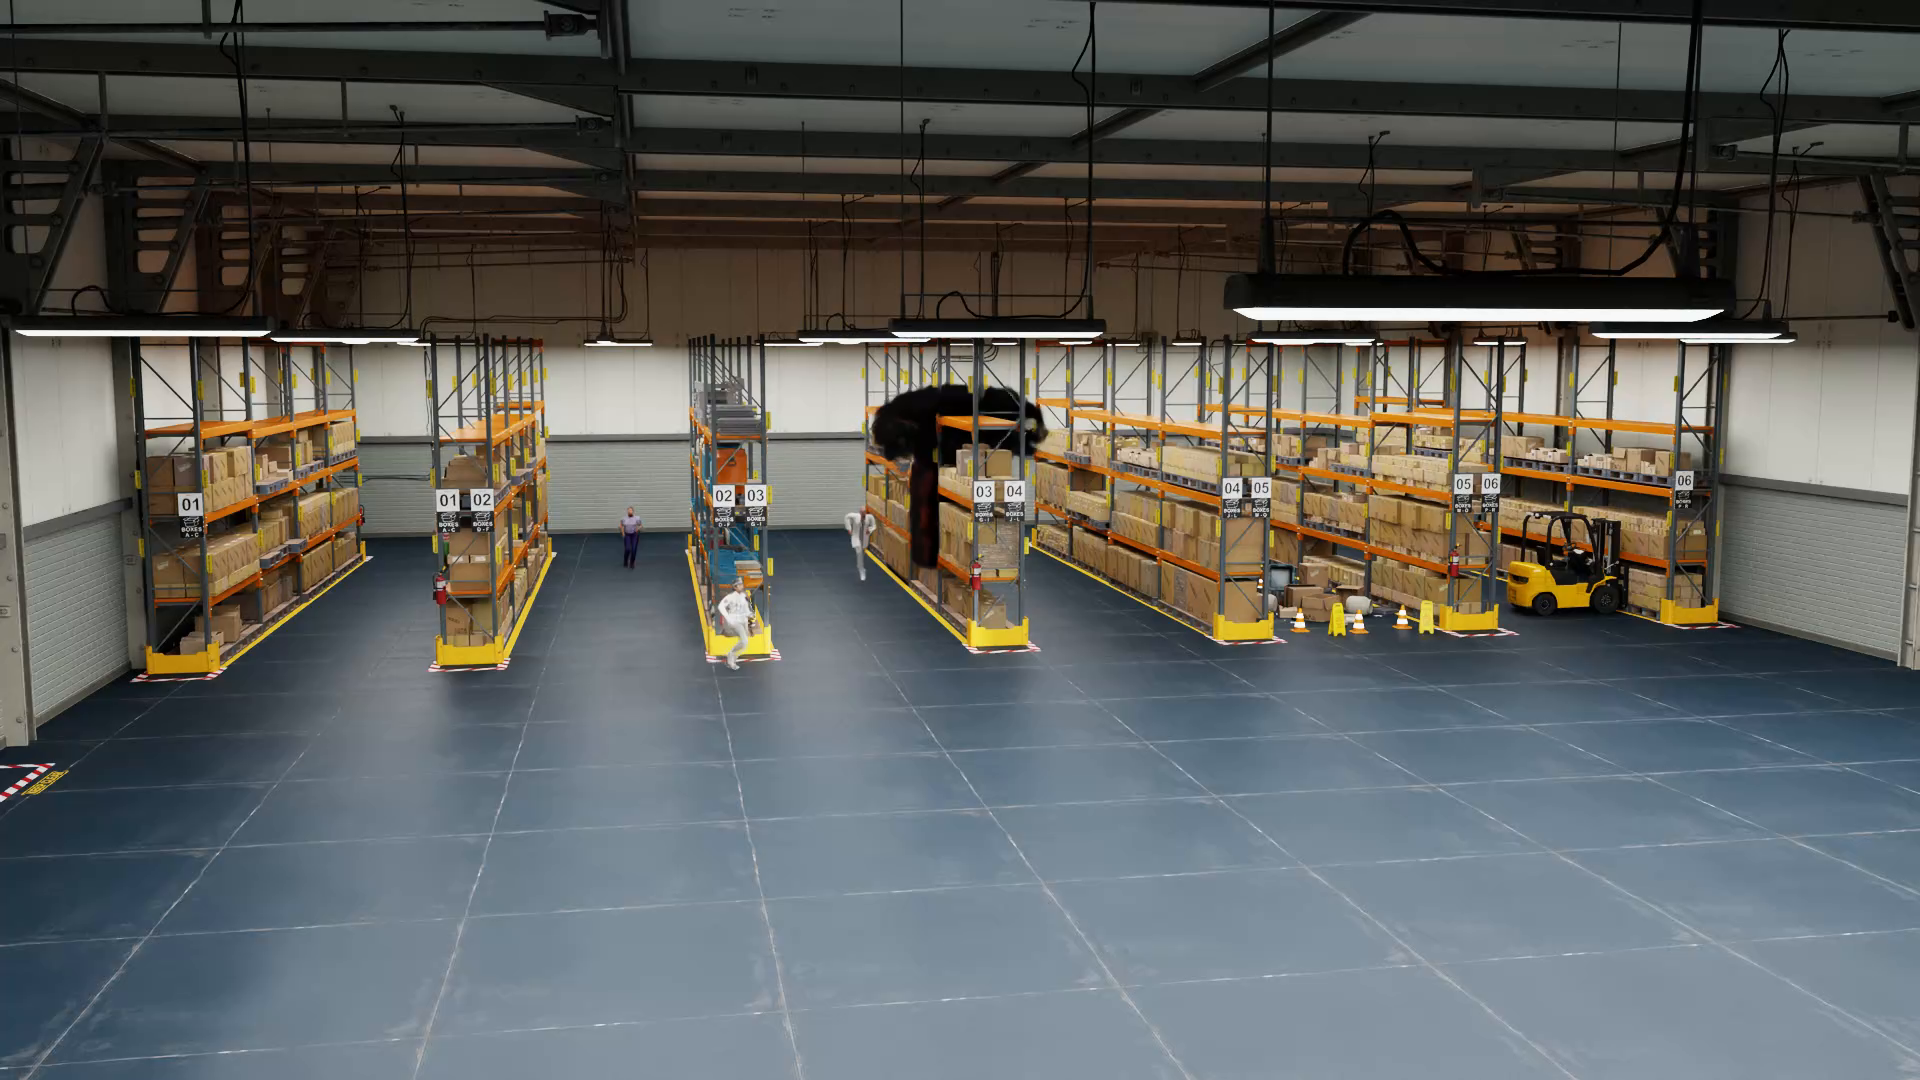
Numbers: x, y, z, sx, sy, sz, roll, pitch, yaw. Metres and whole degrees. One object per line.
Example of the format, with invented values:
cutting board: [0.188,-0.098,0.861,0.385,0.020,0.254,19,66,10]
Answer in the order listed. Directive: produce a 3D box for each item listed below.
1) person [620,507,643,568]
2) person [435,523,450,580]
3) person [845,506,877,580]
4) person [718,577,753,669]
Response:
person: [-8.596,-0.060,43.518,0.587,1.606,0.583,-1,7,-12]
person: [-12.851,0.059,41.842,0.667,1.788,0.911,-2,7,-16]
person: [-2.413,0.032,40.258,0.753,1.792,0.996,-1,7,-10]
person: [-3.944,1.492,29.752,0.538,1.642,0.636,3,7,26]
